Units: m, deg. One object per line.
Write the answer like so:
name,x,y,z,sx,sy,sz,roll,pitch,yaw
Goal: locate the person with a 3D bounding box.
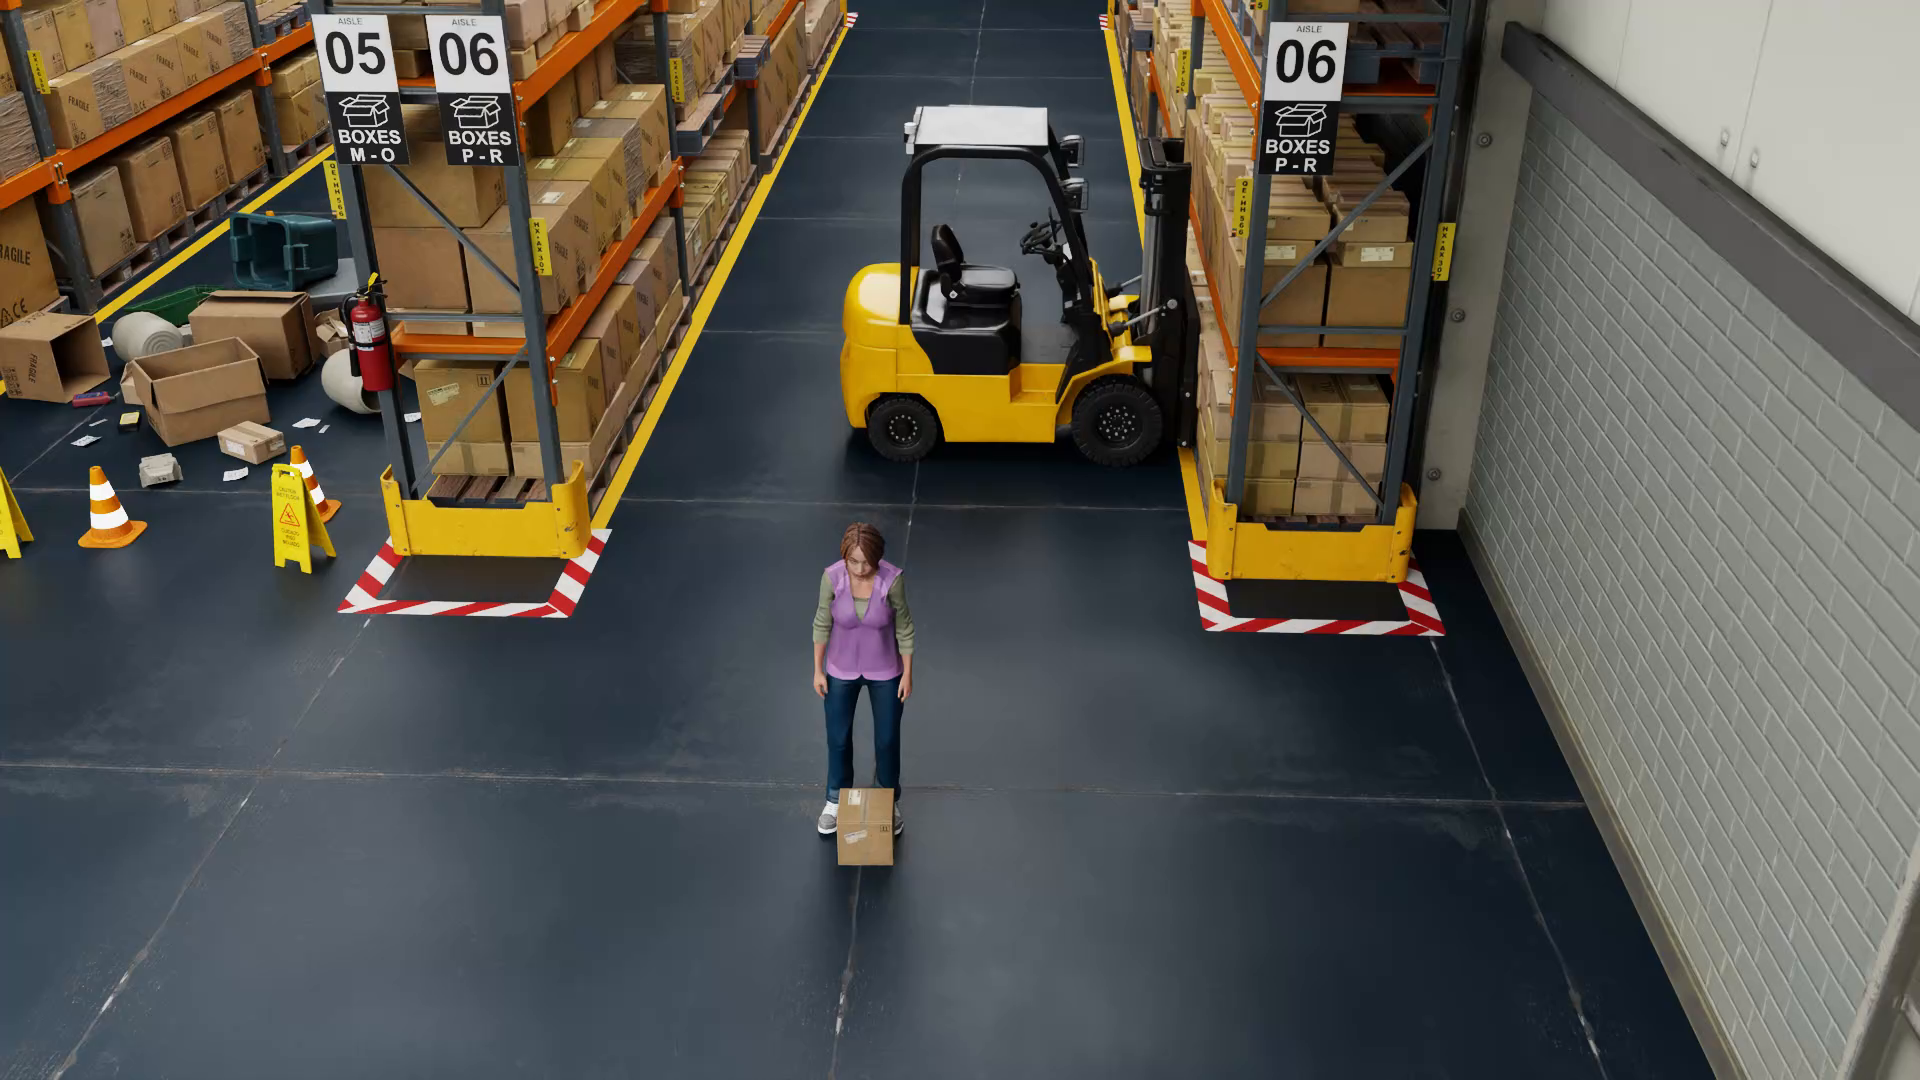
person,-0.436,0.608,7.507,0.450,1.593,0.346,1,28,2
